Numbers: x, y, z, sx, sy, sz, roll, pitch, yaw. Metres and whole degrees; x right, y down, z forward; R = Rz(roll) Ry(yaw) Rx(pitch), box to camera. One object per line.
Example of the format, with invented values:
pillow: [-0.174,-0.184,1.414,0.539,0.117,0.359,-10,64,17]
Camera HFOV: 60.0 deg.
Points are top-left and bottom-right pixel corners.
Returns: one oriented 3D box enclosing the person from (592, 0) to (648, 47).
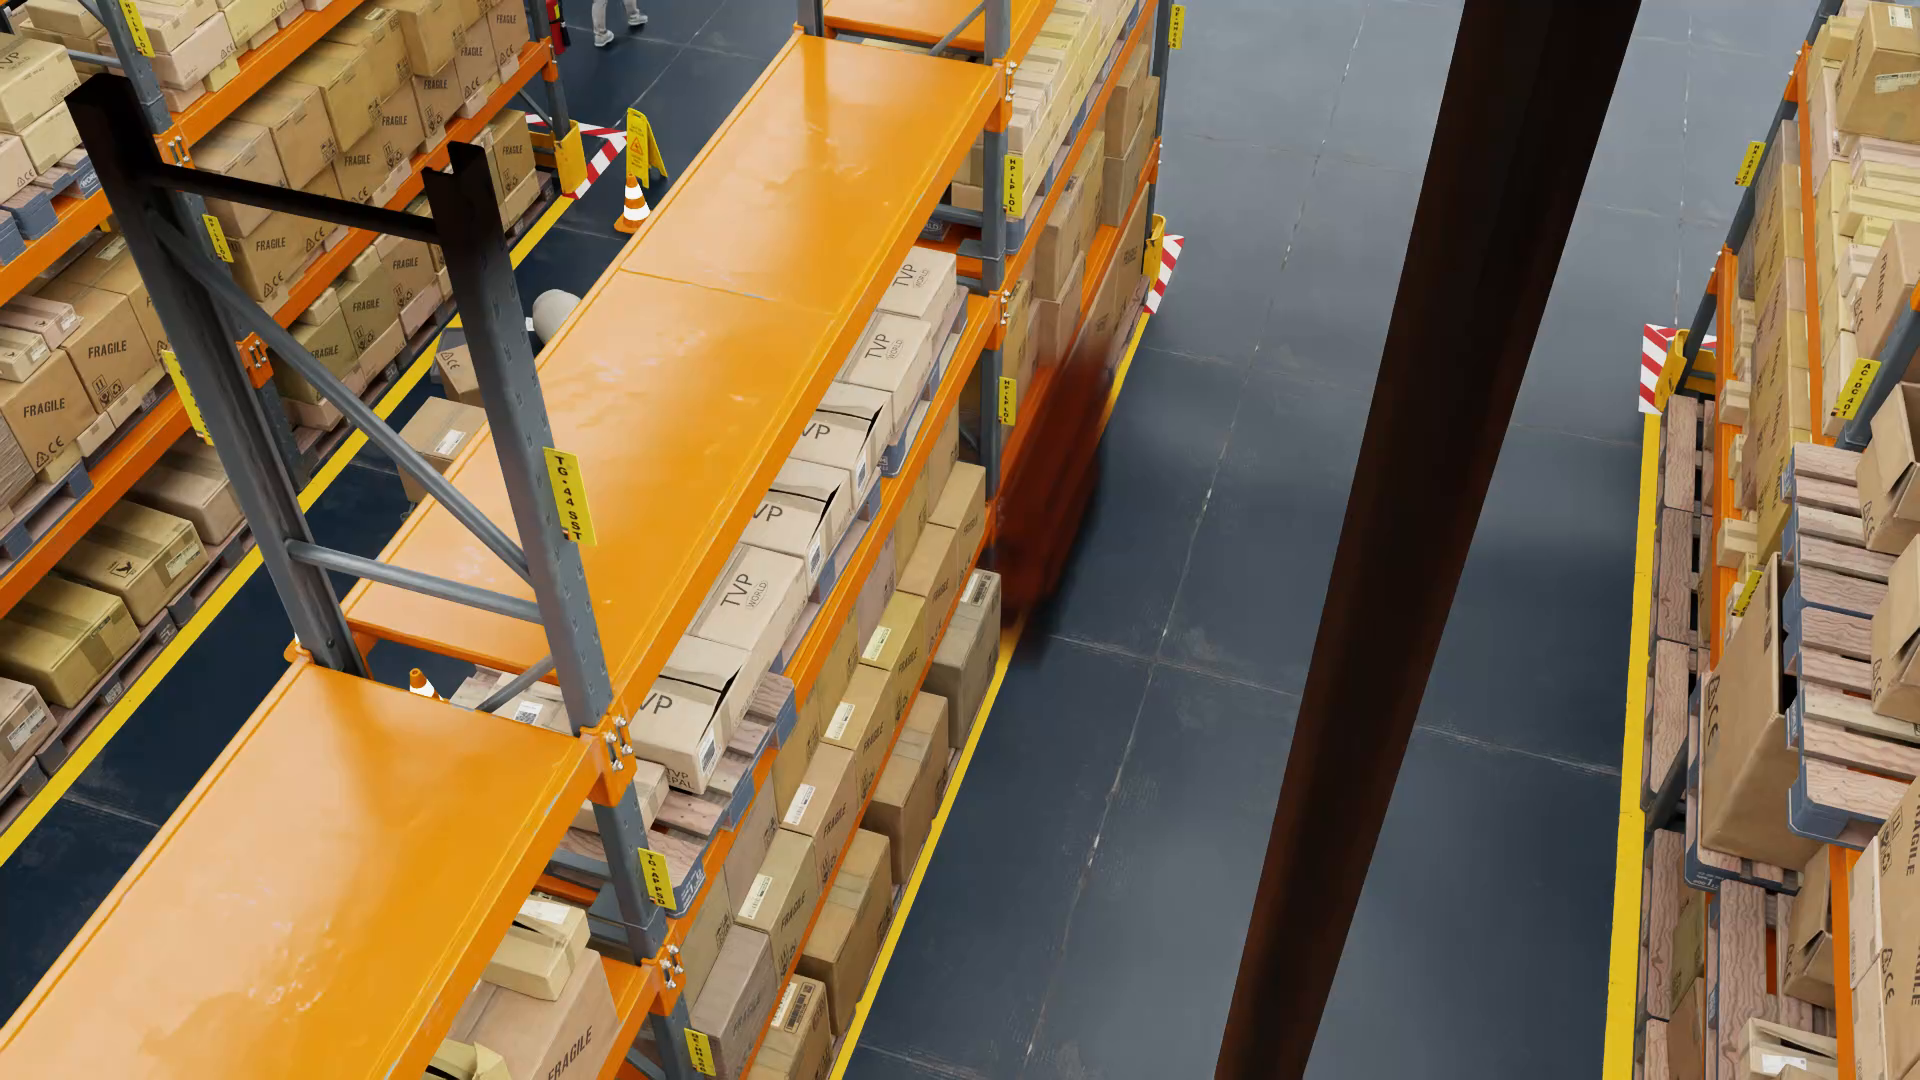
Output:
person: [-3.212,-5.399,15.257,0.508,1.692,0.752,14,47,14]
